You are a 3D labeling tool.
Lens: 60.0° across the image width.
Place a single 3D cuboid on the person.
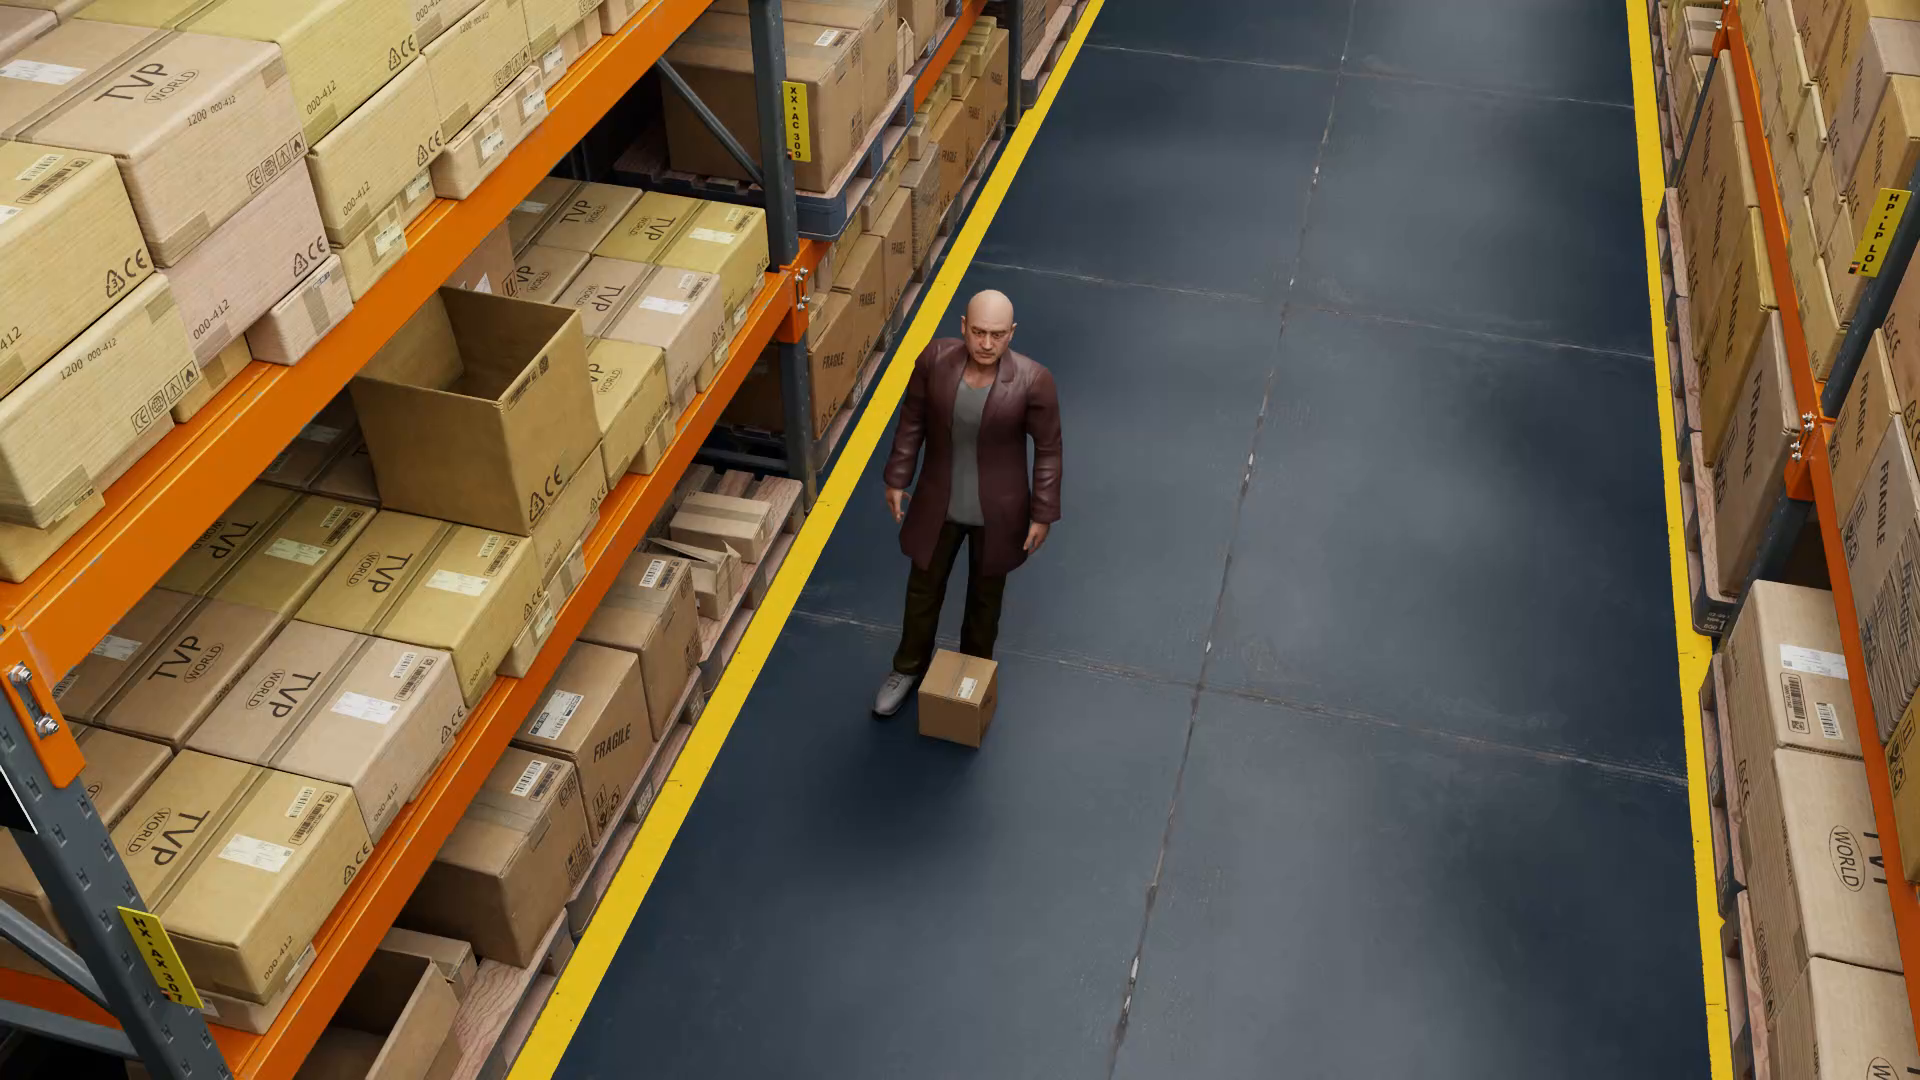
[{"bbox_3d":[0.022,-0.082,6.251,0.698,1.780,0.579,10,42,12],"label":"person"}]
